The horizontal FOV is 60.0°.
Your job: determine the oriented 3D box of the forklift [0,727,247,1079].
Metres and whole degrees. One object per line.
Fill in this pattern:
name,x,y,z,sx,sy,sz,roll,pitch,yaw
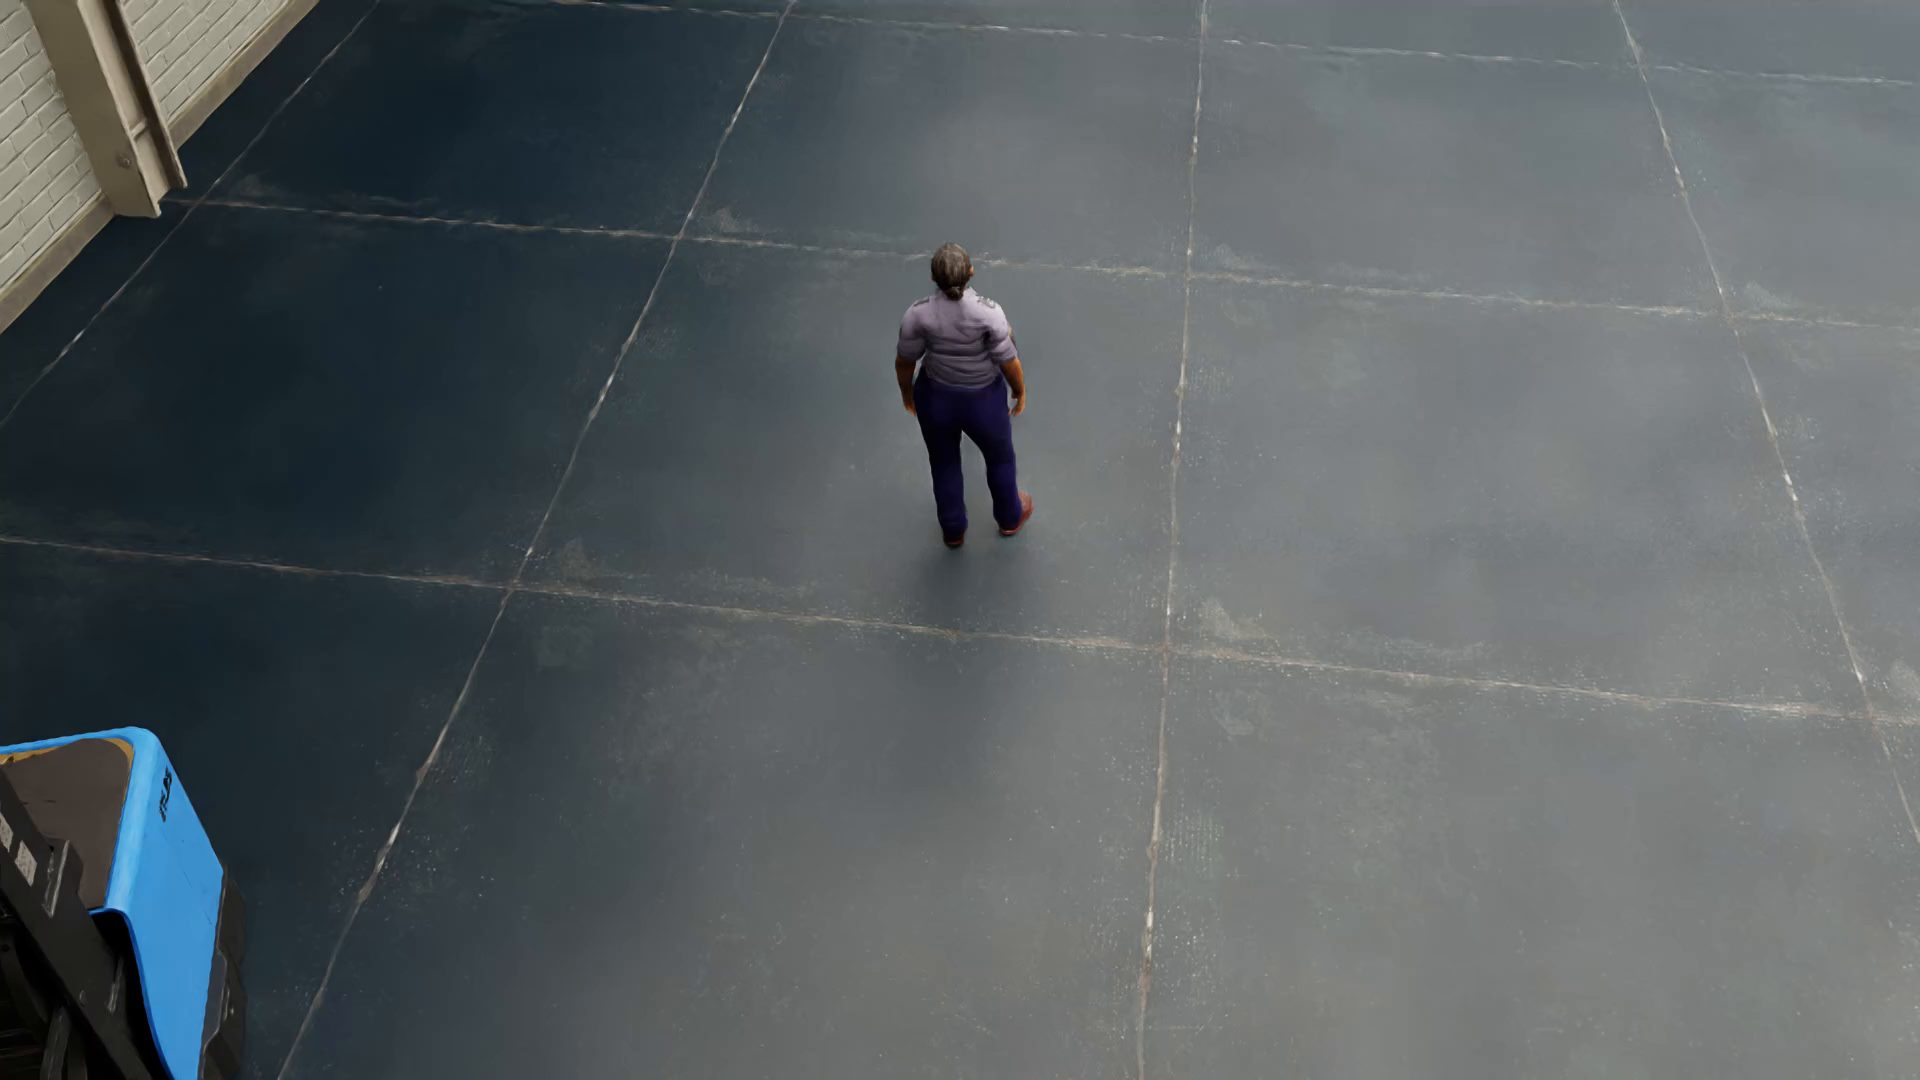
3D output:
forklift,-2.900,1.376,4.226,1.130,2.935,3.031,-8,43,-9

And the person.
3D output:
person,0.035,-0.667,7.395,0.599,1.642,0.502,5,43,6
